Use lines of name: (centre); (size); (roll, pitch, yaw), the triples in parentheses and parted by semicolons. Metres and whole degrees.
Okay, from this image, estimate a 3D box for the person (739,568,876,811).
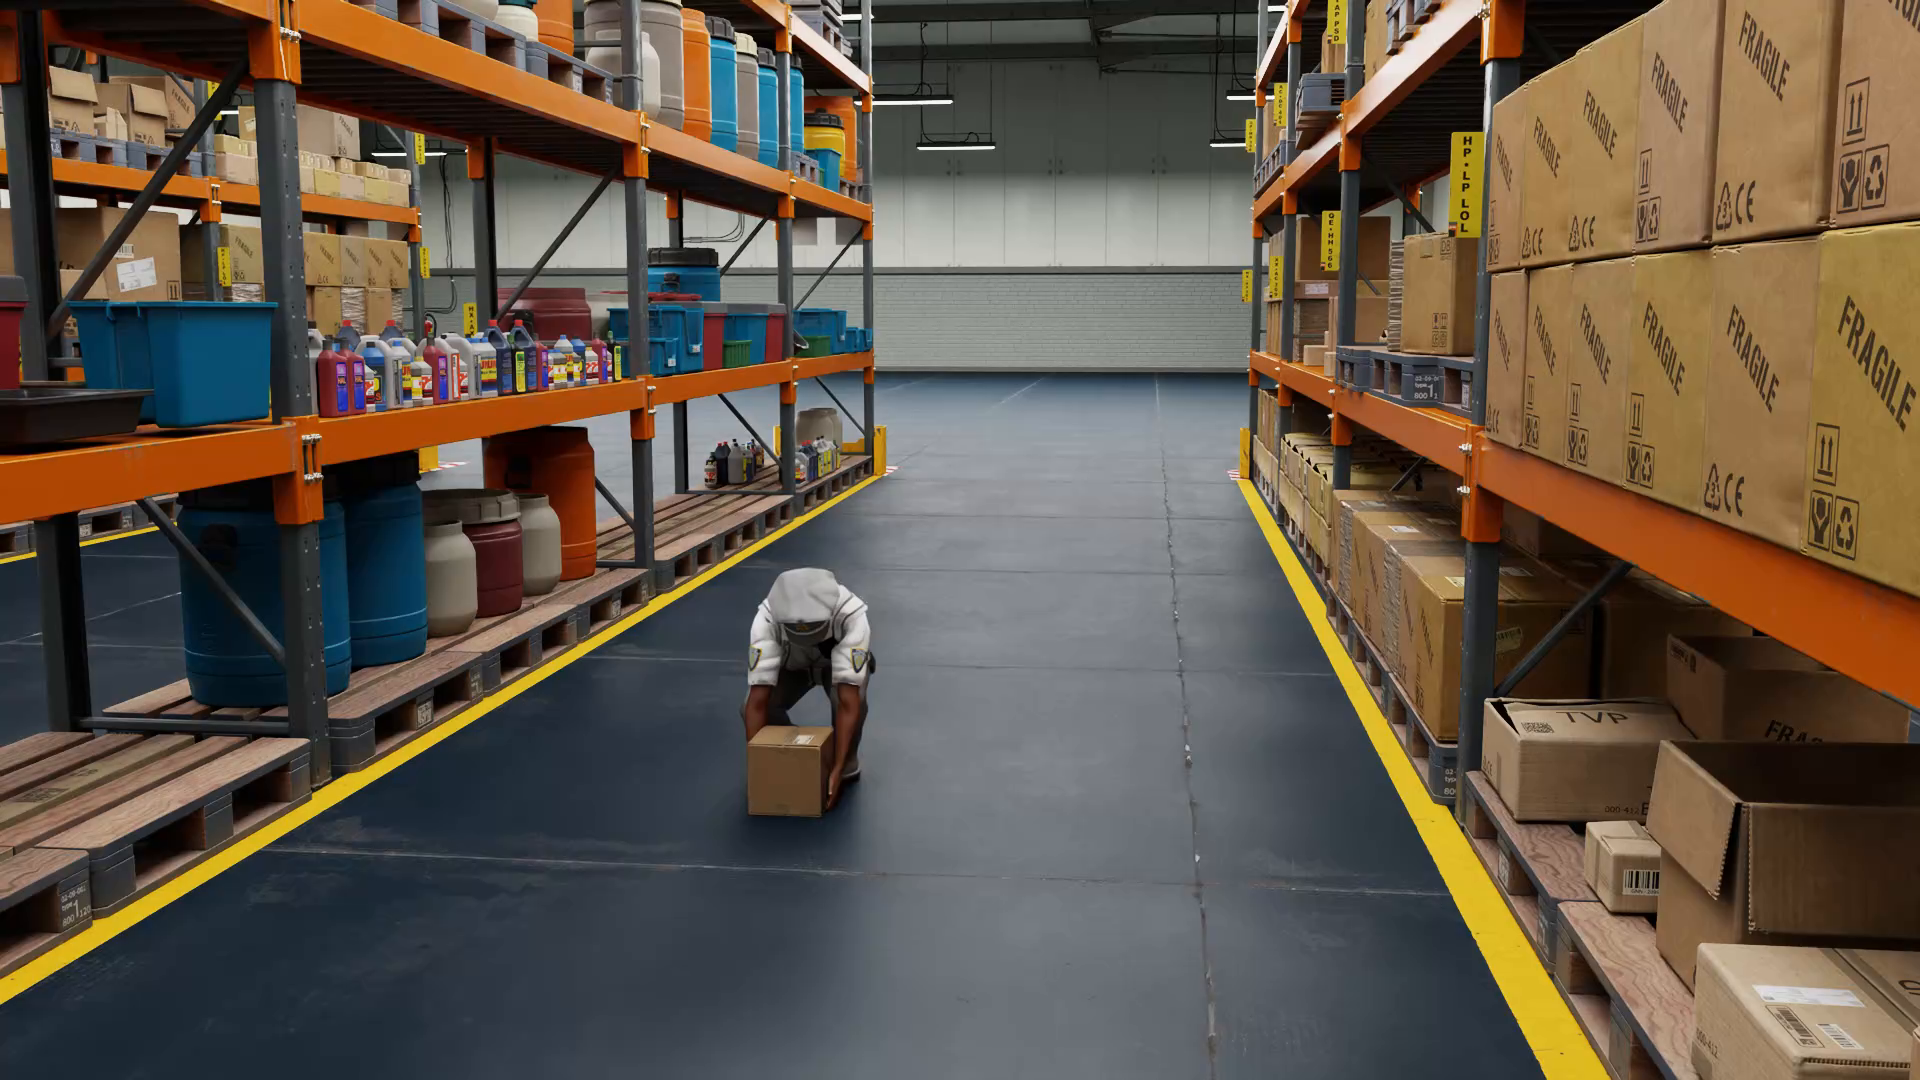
person: (-0.546, 0.479, 5.991); (0.476, 0.848, 0.870); (1, 8, 6)
